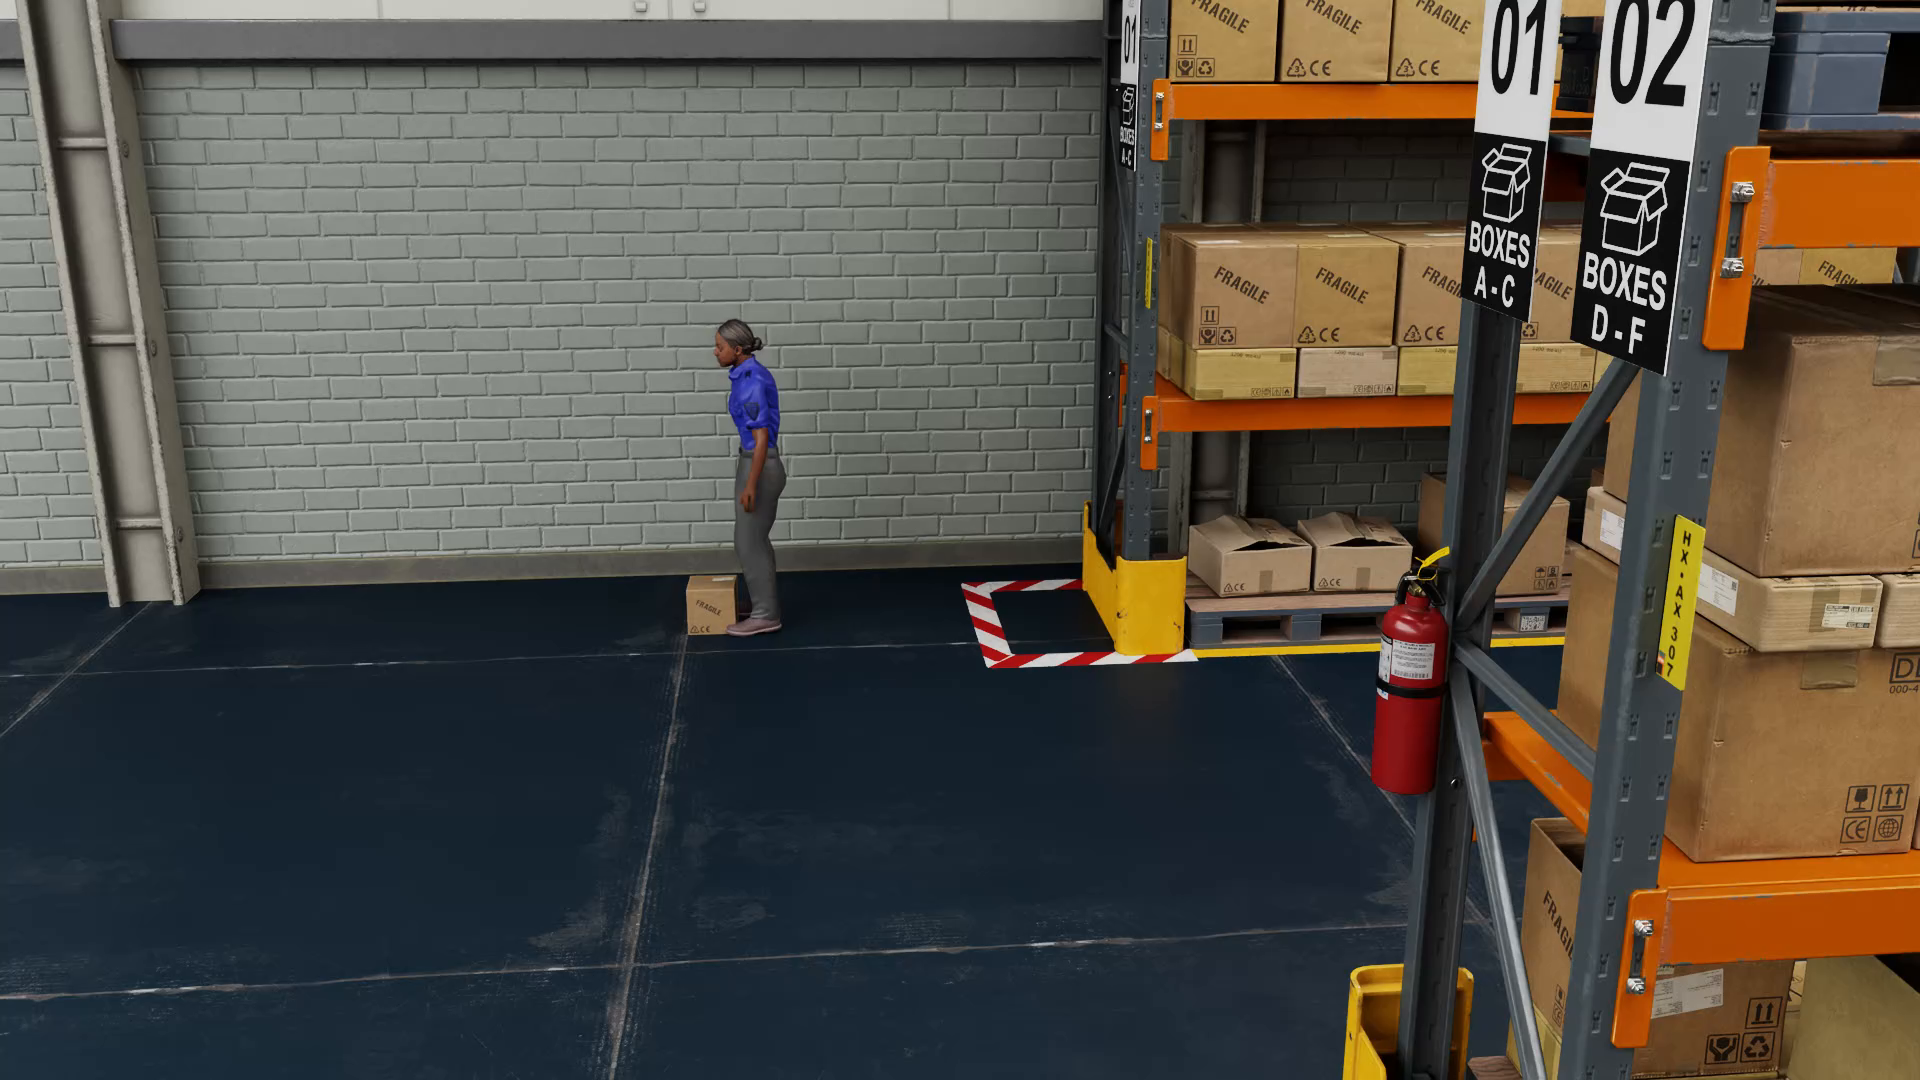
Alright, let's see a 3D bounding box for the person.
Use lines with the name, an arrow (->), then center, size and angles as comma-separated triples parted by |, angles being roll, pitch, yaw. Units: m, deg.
person -> -1.084, -0.339, 8.668 | 0.346, 1.655, 0.506 | -2, 17, -5
